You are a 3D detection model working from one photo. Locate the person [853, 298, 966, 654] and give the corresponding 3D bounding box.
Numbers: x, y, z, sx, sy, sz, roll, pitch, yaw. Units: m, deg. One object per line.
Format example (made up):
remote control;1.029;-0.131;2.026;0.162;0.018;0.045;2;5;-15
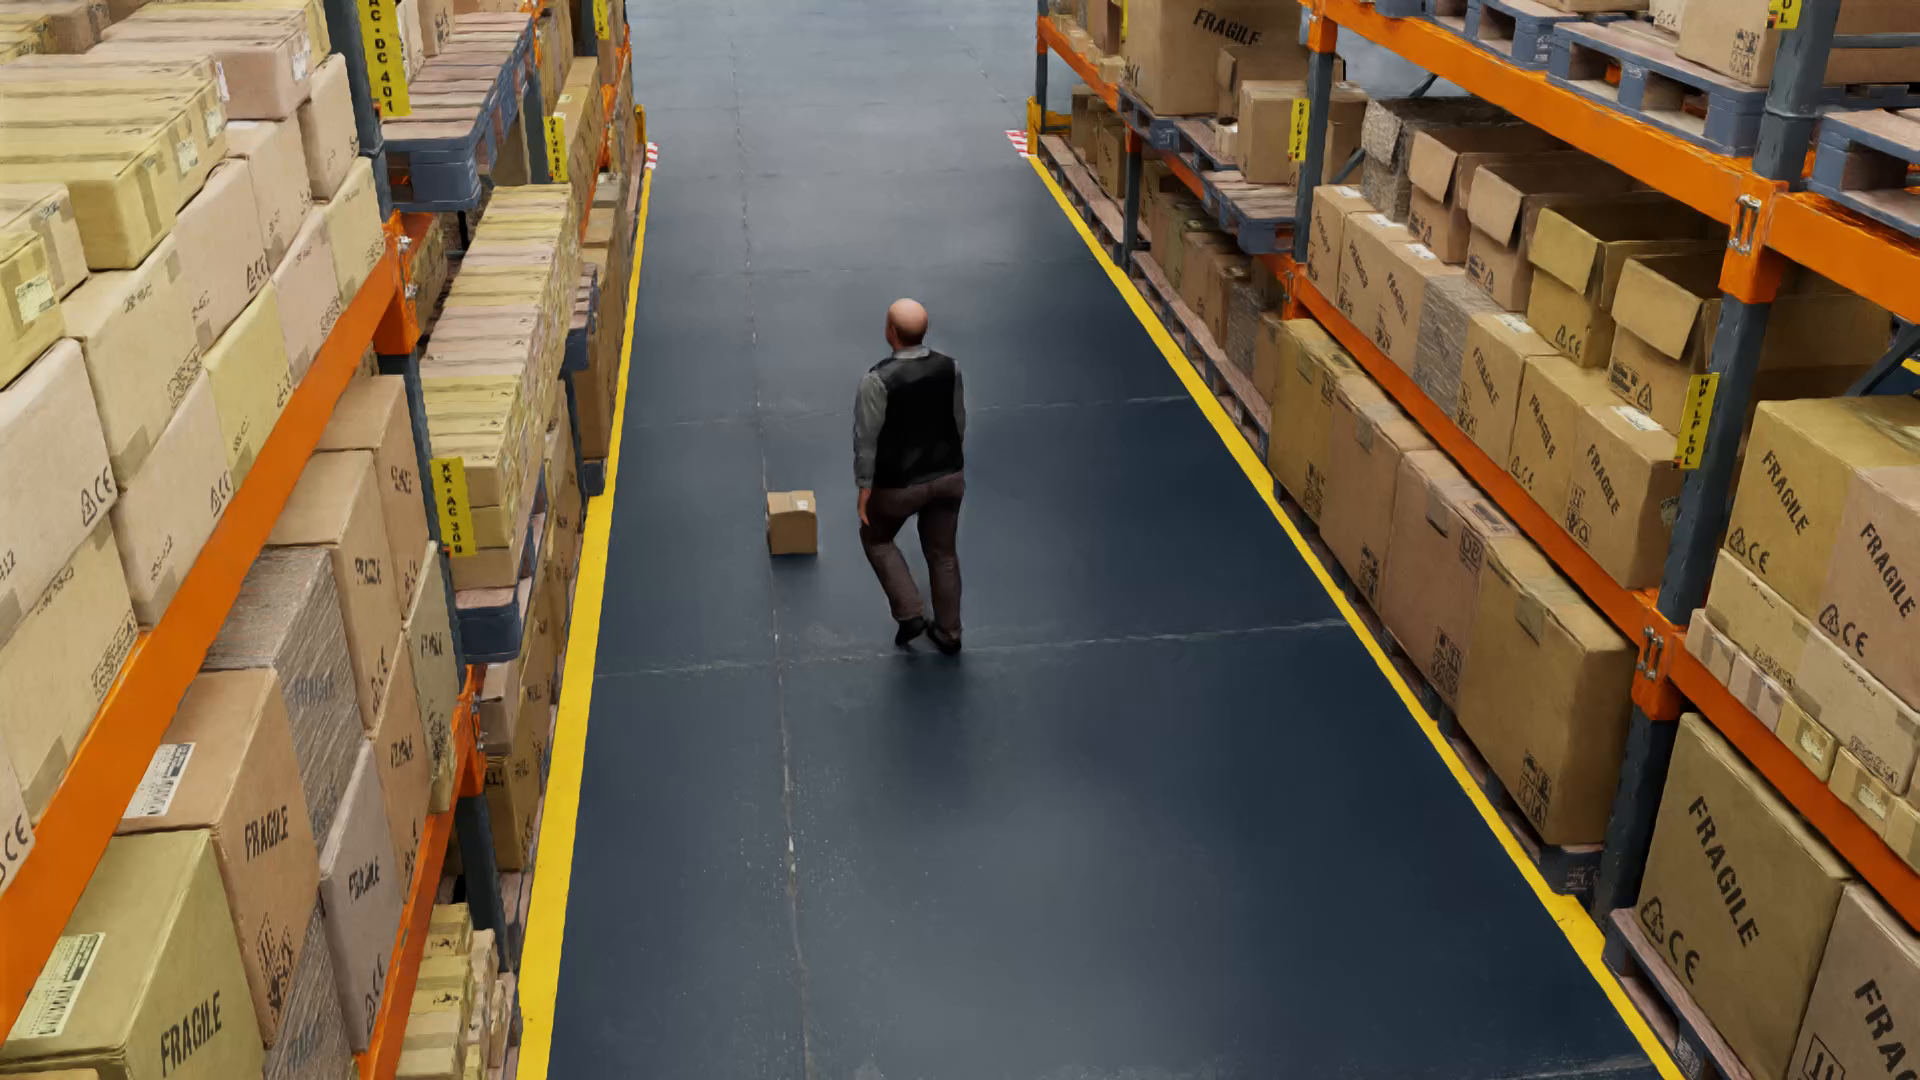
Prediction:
person;-0.227;-0.263;7.668;0.586;1.733;0.487;-14;30;-25
